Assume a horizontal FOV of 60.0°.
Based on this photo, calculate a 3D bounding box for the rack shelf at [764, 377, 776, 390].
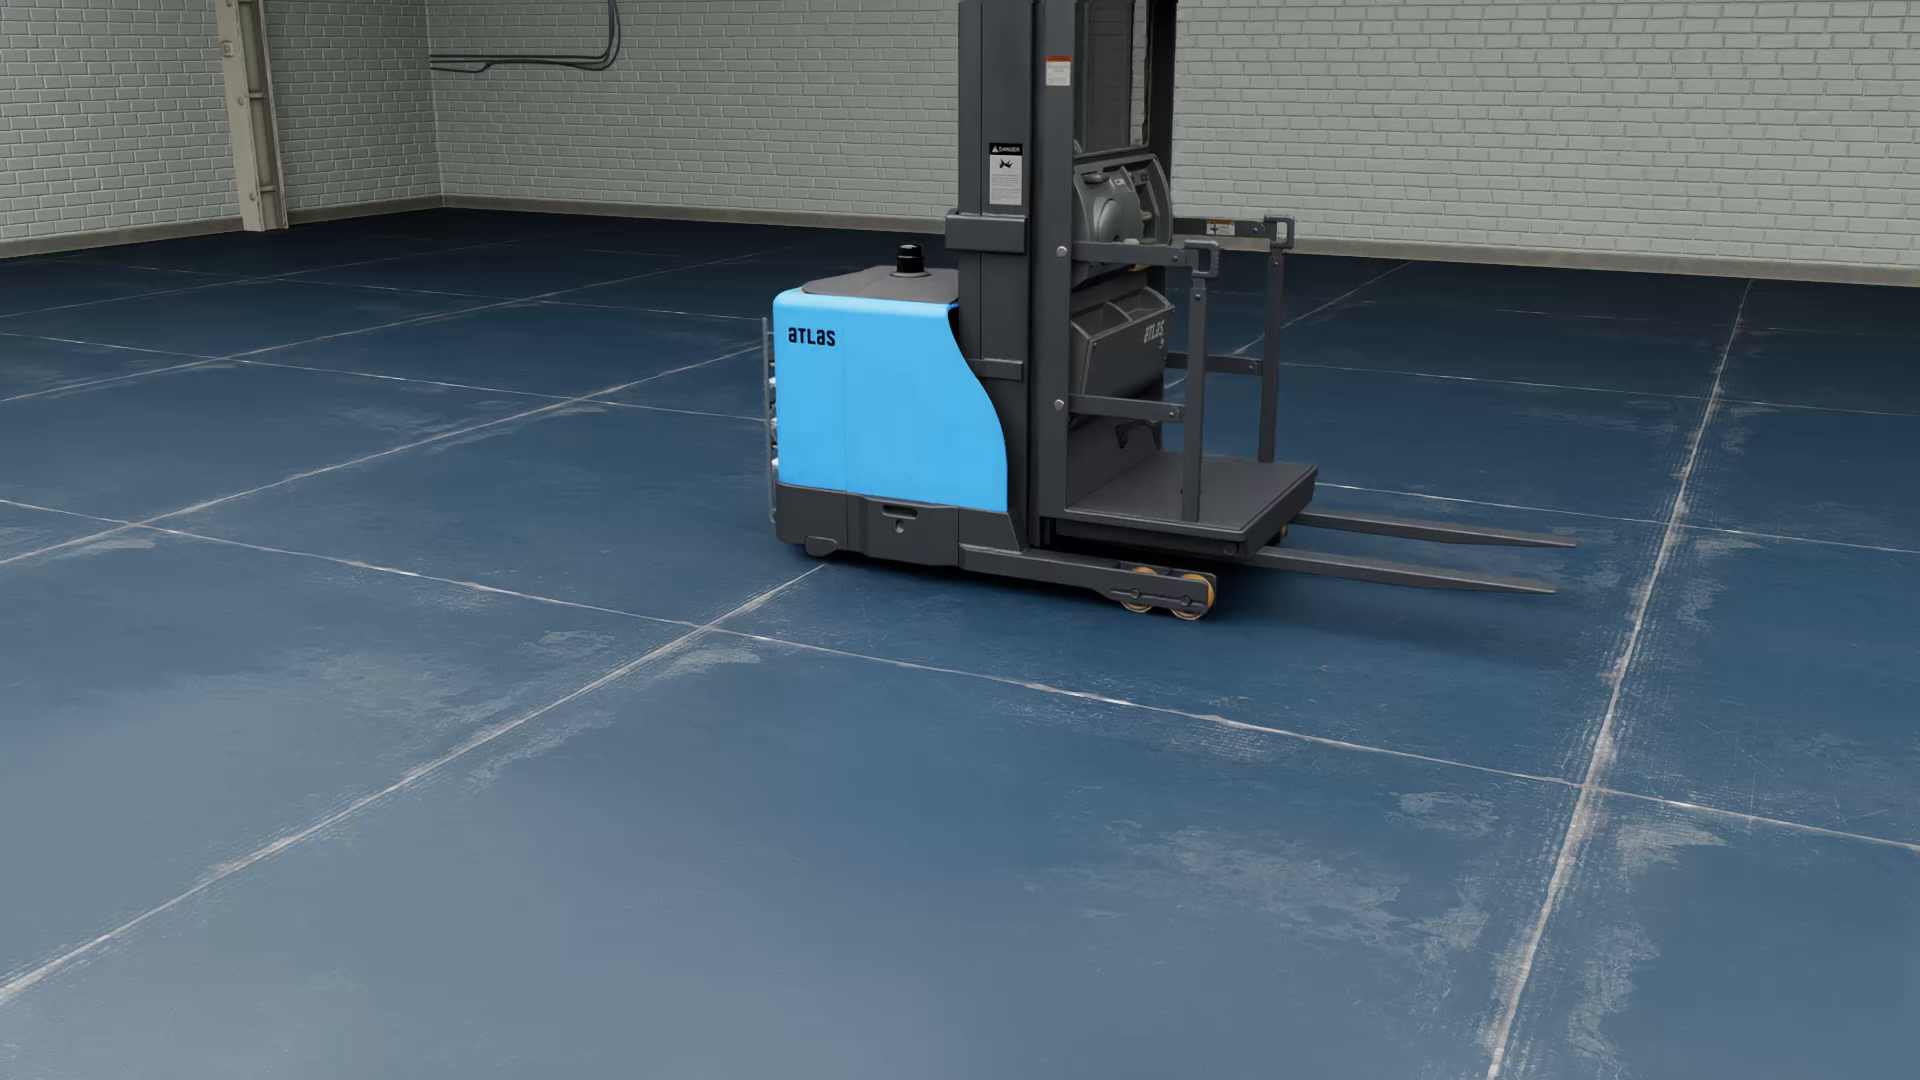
[{"bbox_3d":[-0.683,-0.663,7.160,0.258,0.077,0.200,7,18,23],"label":"rack shelf"}]

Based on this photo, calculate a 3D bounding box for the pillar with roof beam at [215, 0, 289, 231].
[{"bbox_3d":[-4.066,-7.312,15.837,9.100,9.000,0.400,8,18,25],"label":"pillar with roof beam"}]

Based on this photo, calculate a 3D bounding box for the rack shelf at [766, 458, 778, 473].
[{"bbox_3d":[-0.683,-0.318,7.263,0.258,0.077,0.200,7,18,23],"label":"rack shelf"}]

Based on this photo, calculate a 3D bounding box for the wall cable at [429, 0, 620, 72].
[{"bbox_3d":[-5.418,-6.953,20.083,3.097,2.526,0.112,8,18,25],"label":"wall cable"}]

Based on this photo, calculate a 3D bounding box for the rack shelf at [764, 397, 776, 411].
[{"bbox_3d":[-0.683,-0.577,7.186,0.258,0.077,0.200,7,18,23],"label":"rack shelf"}]

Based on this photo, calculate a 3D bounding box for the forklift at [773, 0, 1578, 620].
[{"bbox_3d":[0.804,-1.286,6.207,3.031,2.935,1.130,8,18,25],"label":"forklift"}]

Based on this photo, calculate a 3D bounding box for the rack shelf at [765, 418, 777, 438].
[{"bbox_3d":[-0.683,-0.490,7.211,0.258,0.077,0.200,7,18,23],"label":"rack shelf"}]

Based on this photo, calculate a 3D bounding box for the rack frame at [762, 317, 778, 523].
[{"bbox_3d":[-0.725,-0.496,7.113,0.240,0.900,0.006,7,18,23],"label":"rack frame"}]

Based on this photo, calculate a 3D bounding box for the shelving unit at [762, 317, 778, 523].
[{"bbox_3d":[-0.683,-0.522,7.202,0.258,0.900,0.210,7,18,23],"label":"shelving unit"}]

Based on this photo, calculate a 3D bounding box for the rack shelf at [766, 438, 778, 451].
[{"bbox_3d":[-0.683,-0.404,7.237,0.258,0.077,0.200,7,18,23],"label":"rack shelf"}]

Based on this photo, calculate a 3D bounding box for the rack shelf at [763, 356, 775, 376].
[{"bbox_3d":[-0.683,-0.749,7.135,0.258,0.077,0.200,7,18,23],"label":"rack shelf"}]
